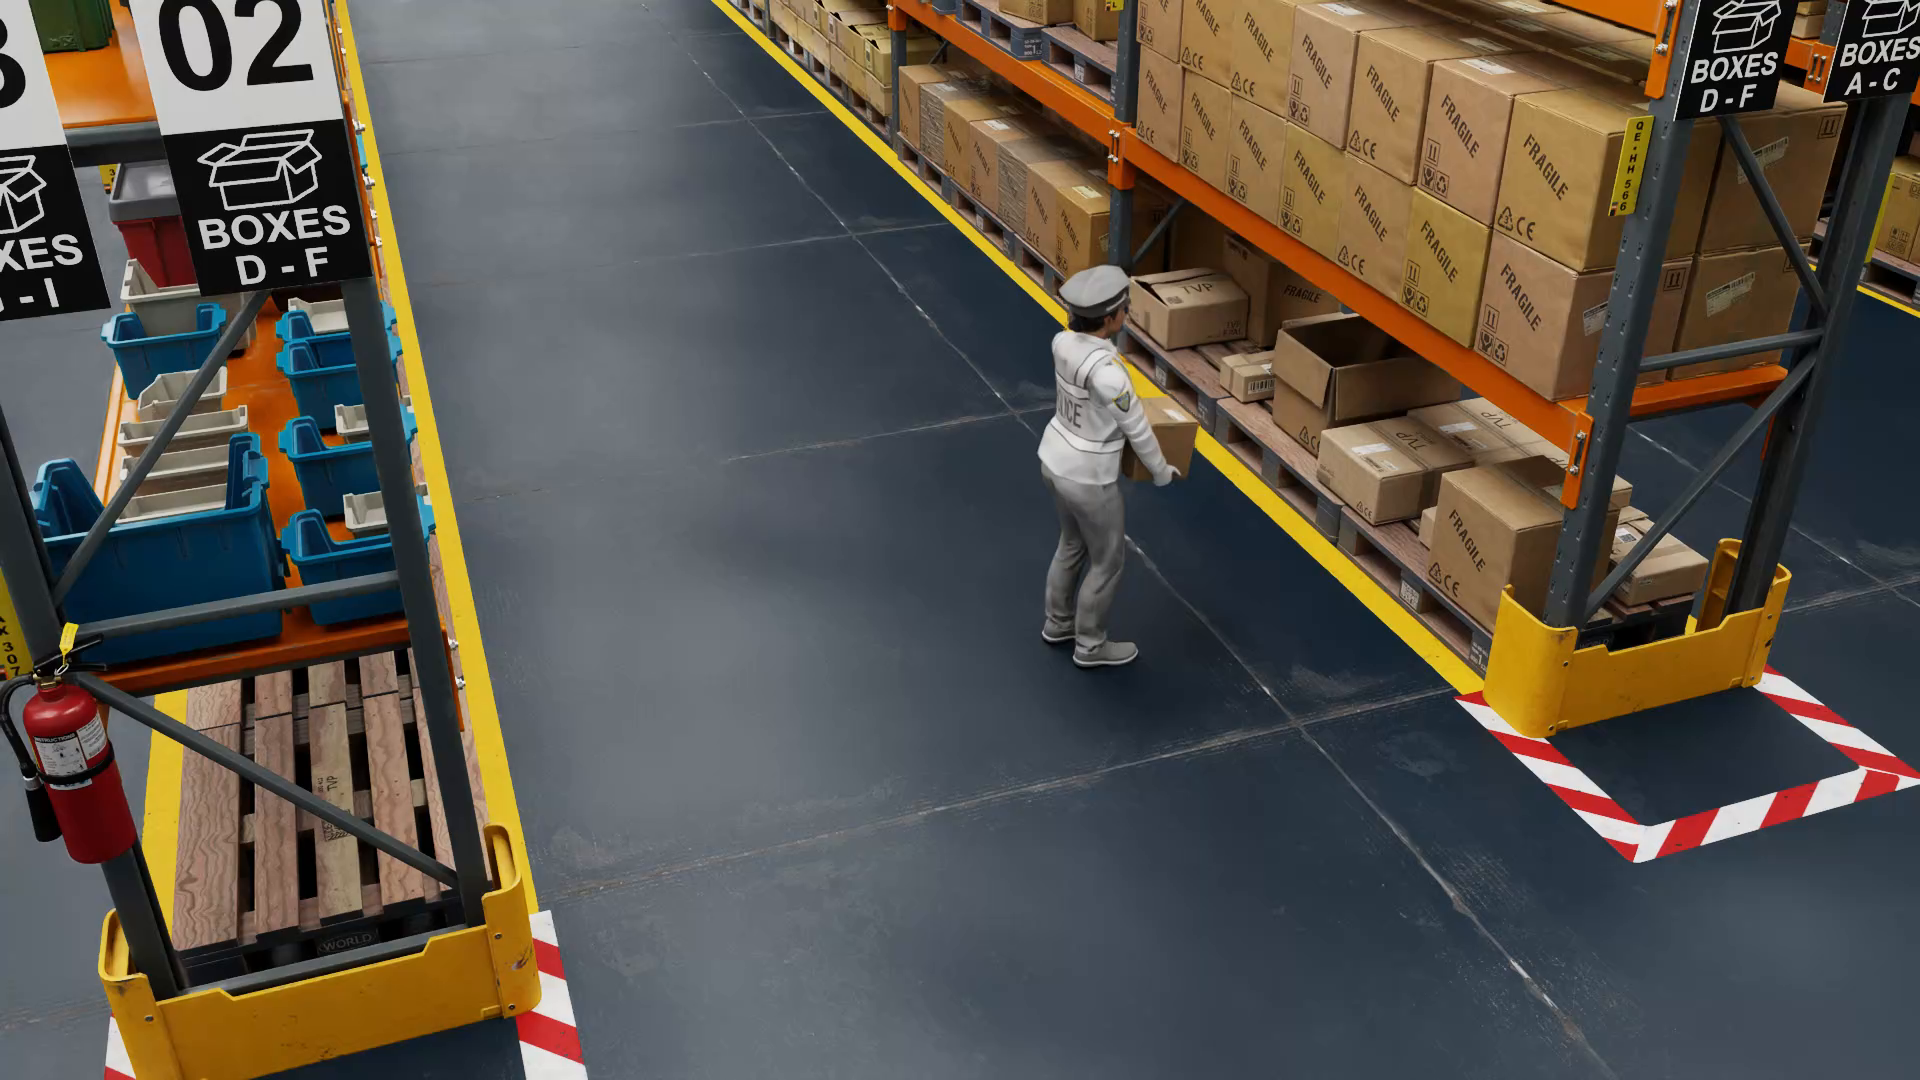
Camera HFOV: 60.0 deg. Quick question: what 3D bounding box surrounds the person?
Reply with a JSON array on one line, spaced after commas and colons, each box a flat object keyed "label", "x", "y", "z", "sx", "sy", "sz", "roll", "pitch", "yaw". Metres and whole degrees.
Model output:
[{"label": "person", "x": 0.576, "y": -0.281, "z": 6.605, "sx": 0.528, "sy": 1.682, "sz": 0.417, "roll": -11, "pitch": 32, "yaw": -18}]
